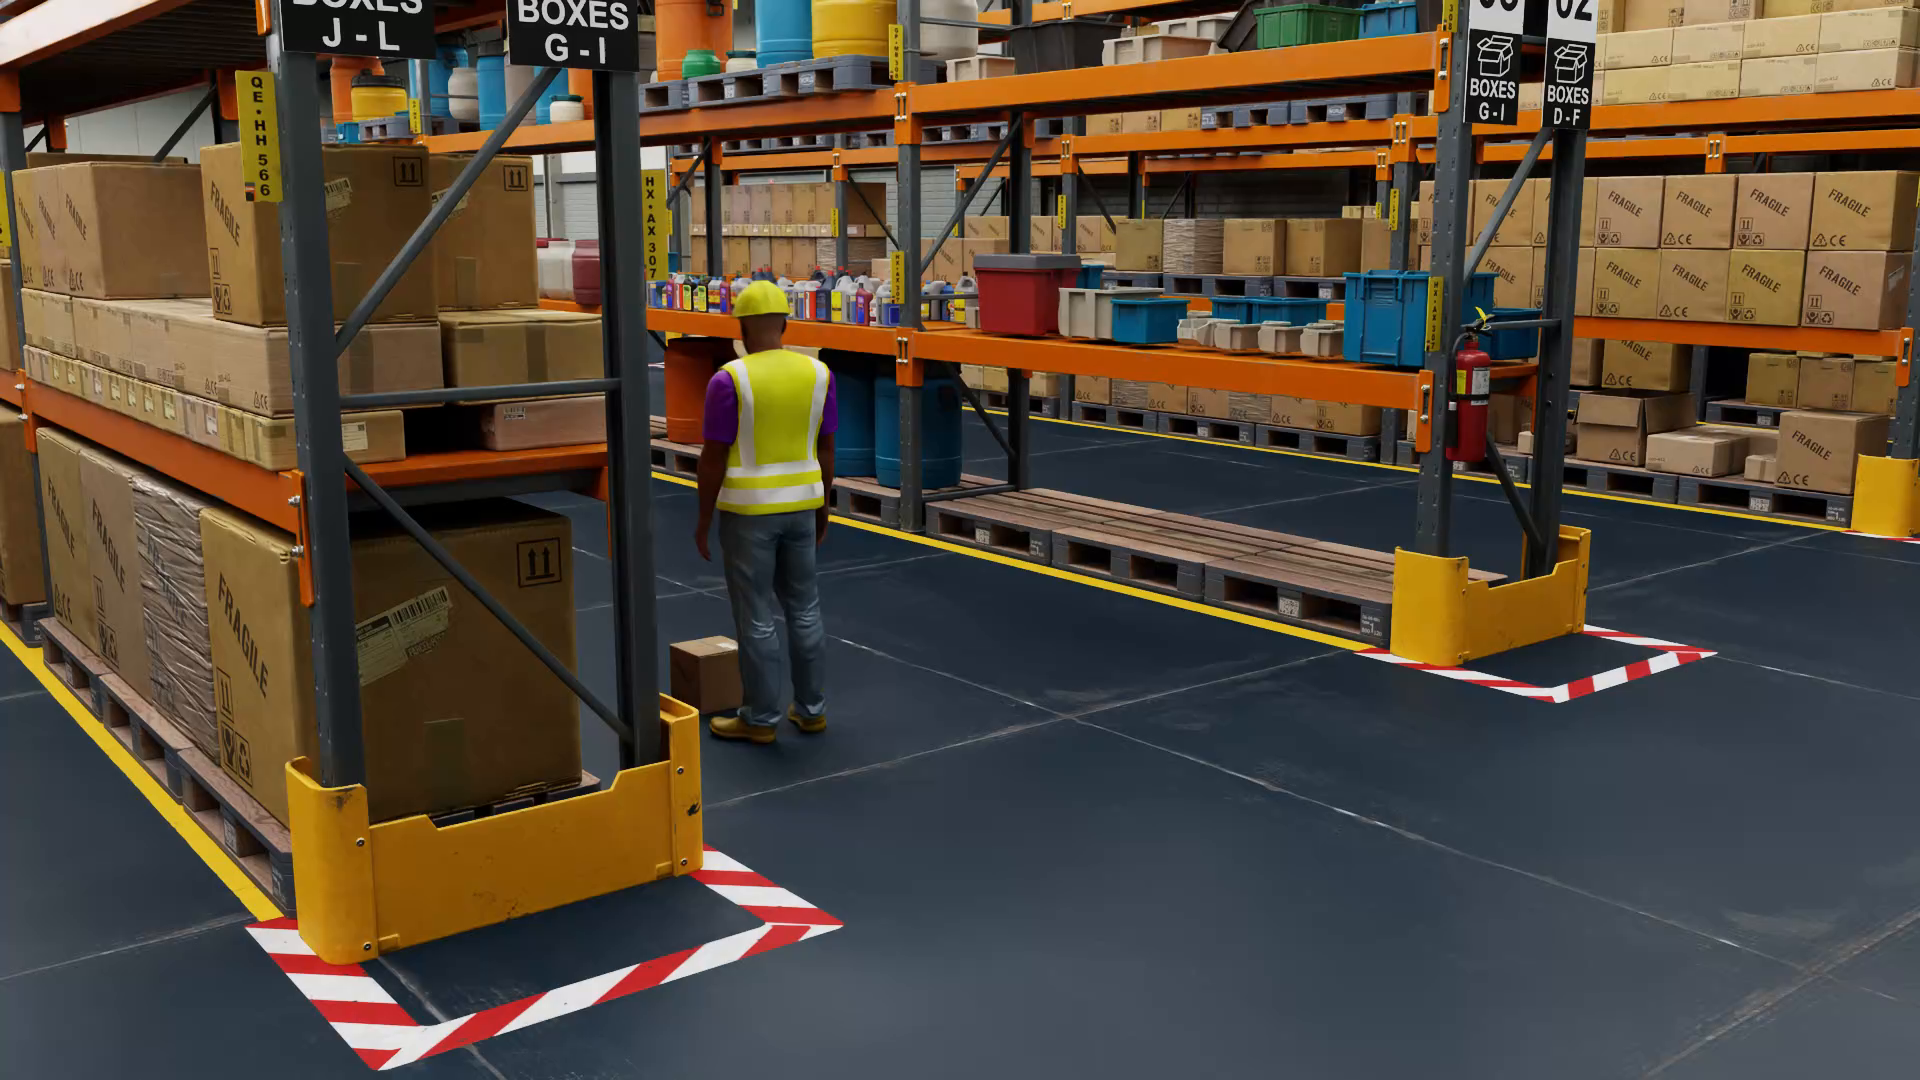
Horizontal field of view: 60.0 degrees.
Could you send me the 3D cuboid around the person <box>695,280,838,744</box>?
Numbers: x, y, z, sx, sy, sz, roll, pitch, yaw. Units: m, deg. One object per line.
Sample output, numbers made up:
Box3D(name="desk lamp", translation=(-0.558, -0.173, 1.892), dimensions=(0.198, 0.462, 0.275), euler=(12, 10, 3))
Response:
Box3D(name="person", translation=(-0.751, -0.111, 6.423), dimensions=(0.576, 1.770, 0.355), euler=(-8, 13, -36))
